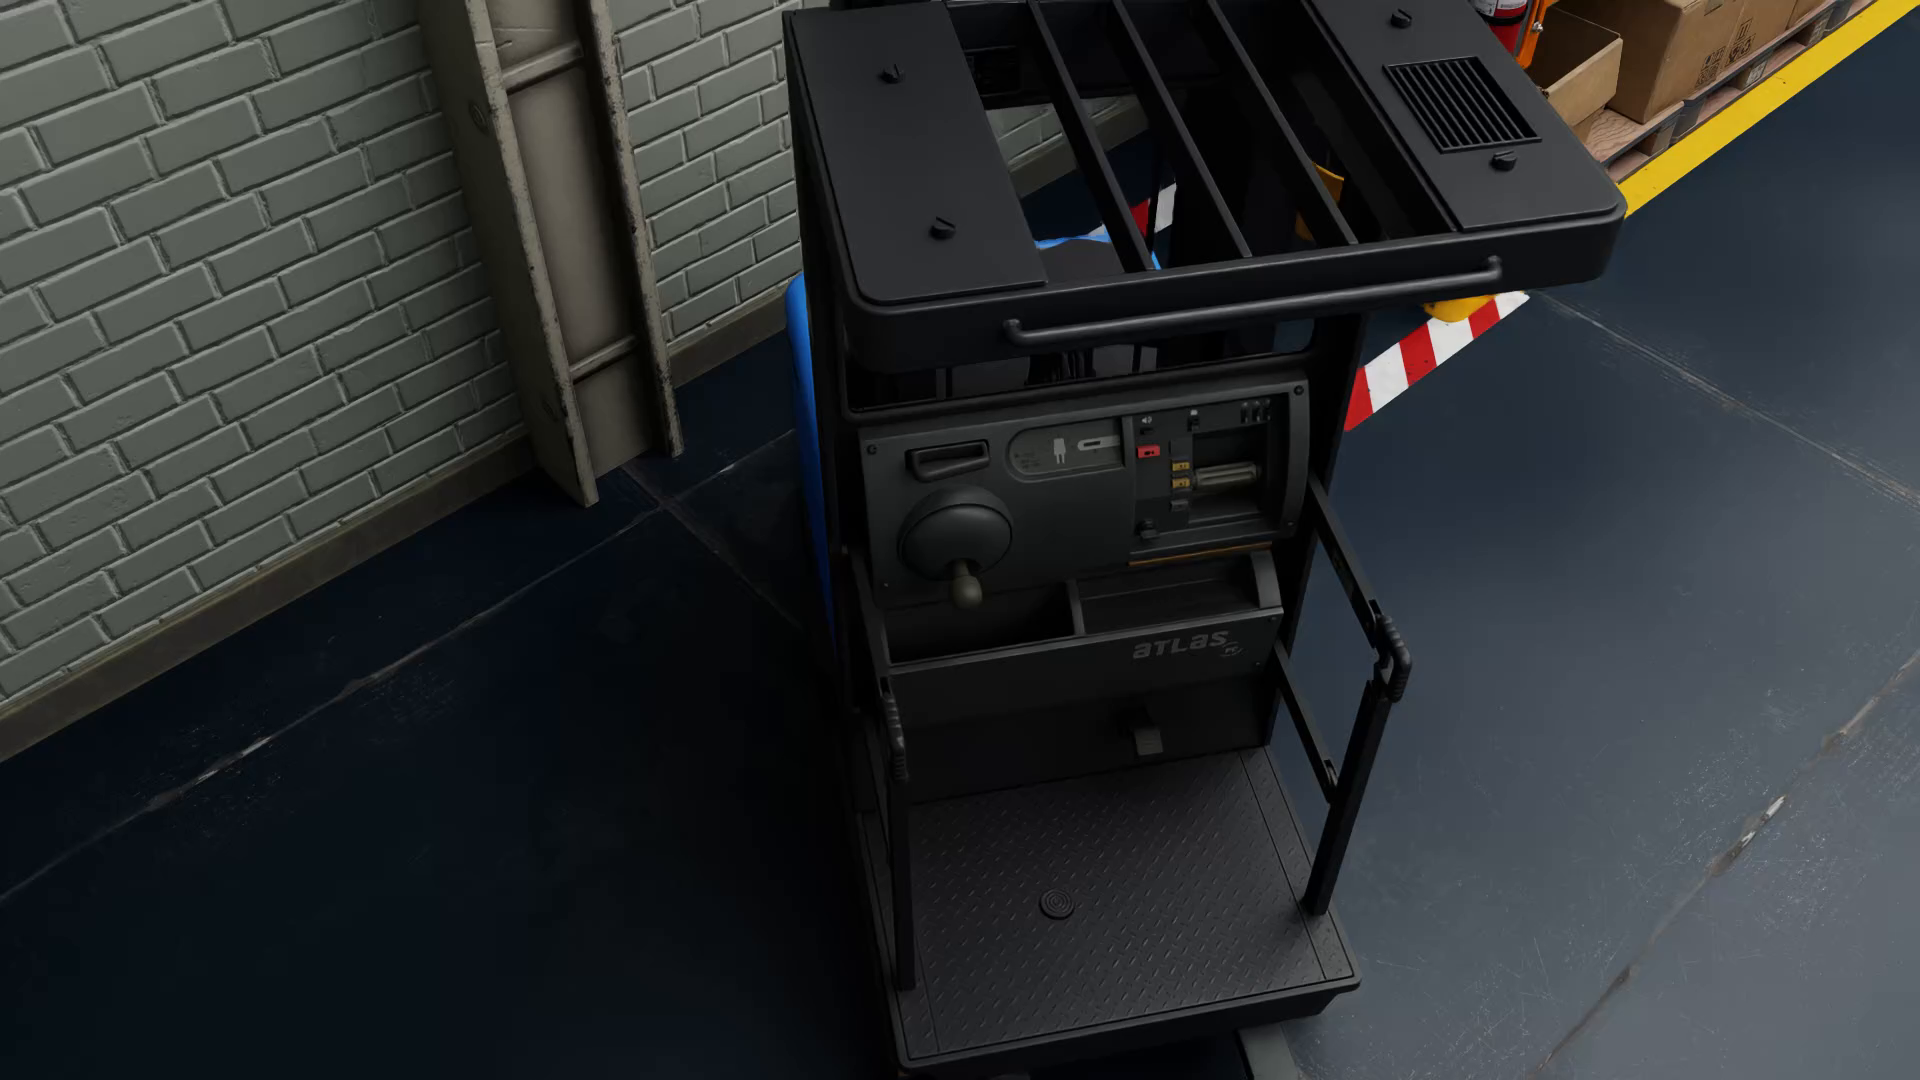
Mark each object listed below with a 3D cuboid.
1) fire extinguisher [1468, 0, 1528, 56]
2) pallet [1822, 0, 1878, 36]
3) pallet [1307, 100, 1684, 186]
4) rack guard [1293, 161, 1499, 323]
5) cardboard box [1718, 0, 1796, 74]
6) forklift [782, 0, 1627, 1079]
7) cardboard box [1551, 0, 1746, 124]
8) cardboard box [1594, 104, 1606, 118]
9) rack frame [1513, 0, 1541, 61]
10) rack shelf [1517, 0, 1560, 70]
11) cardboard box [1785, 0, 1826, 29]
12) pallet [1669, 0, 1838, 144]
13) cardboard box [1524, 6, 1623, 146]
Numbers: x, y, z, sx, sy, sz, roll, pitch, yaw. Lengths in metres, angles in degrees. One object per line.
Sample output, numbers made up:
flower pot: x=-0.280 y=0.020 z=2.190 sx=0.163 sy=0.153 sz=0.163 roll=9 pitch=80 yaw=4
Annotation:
fire extinguisher: x=1.642 y=-1.666 z=5.053 sx=0.183 sy=0.674 sz=0.296 roll=-34 pitch=56 yaw=-27
pallet: x=3.890 y=-2.836 z=7.723 sx=1.213 sy=0.211 sz=1.003 roll=-34 pitch=56 yaw=-27
pallet: x=2.085 y=-1.629 z=6.610 sx=1.213 sy=0.211 sz=1.003 roll=-34 pitch=56 yaw=-27
rack guard: x=1.496 y=-1.333 z=6.140 sx=0.348 sy=0.500 sz=1.175 roll=-34 pitch=56 yaw=-27
cardboard box: x=3.073 y=-2.297 z=6.744 sx=0.500 sy=0.500 sz=0.500 roll=-33 pitch=55 yaw=-27
forklift: x=0.307 y=0.000 z=3.256 sx=1.130 sy=2.935 sz=3.031 roll=-8 pitch=48 yaw=-8
cardboard box: x=2.615 y=-2.090 z=6.553 sx=0.500 sy=0.500 sz=0.700 roll=-32 pitch=55 yaw=-26
cardboard box: x=2.297 y=-1.758 z=6.485 sx=0.250 sy=0.149 sz=0.380 roll=-36 pitch=57 yaw=-28
rack frame: x=1.440 y=-2.143 z=5.186 sx=0.127 sy=3.000 sz=1.000 roll=-34 pitch=56 yaw=-27
rack shelf: x=2.919 y=-2.888 z=6.363 sx=4.000 sy=0.370 sz=1.077 roll=-34 pitch=56 yaw=-27
cardboard box: x=3.383 y=-2.603 z=7.026 sx=0.500 sy=0.500 sz=0.700 roll=-36 pitch=57 yaw=-28
pallet: x=2.987 y=-2.230 z=7.164 sx=1.213 sy=0.211 sz=1.003 roll=-34 pitch=56 yaw=-27
cardboard box: x=1.956 y=-1.690 z=6.181 sx=0.637 sy=0.503 sz=0.797 roll=-36 pitch=57 yaw=-28
